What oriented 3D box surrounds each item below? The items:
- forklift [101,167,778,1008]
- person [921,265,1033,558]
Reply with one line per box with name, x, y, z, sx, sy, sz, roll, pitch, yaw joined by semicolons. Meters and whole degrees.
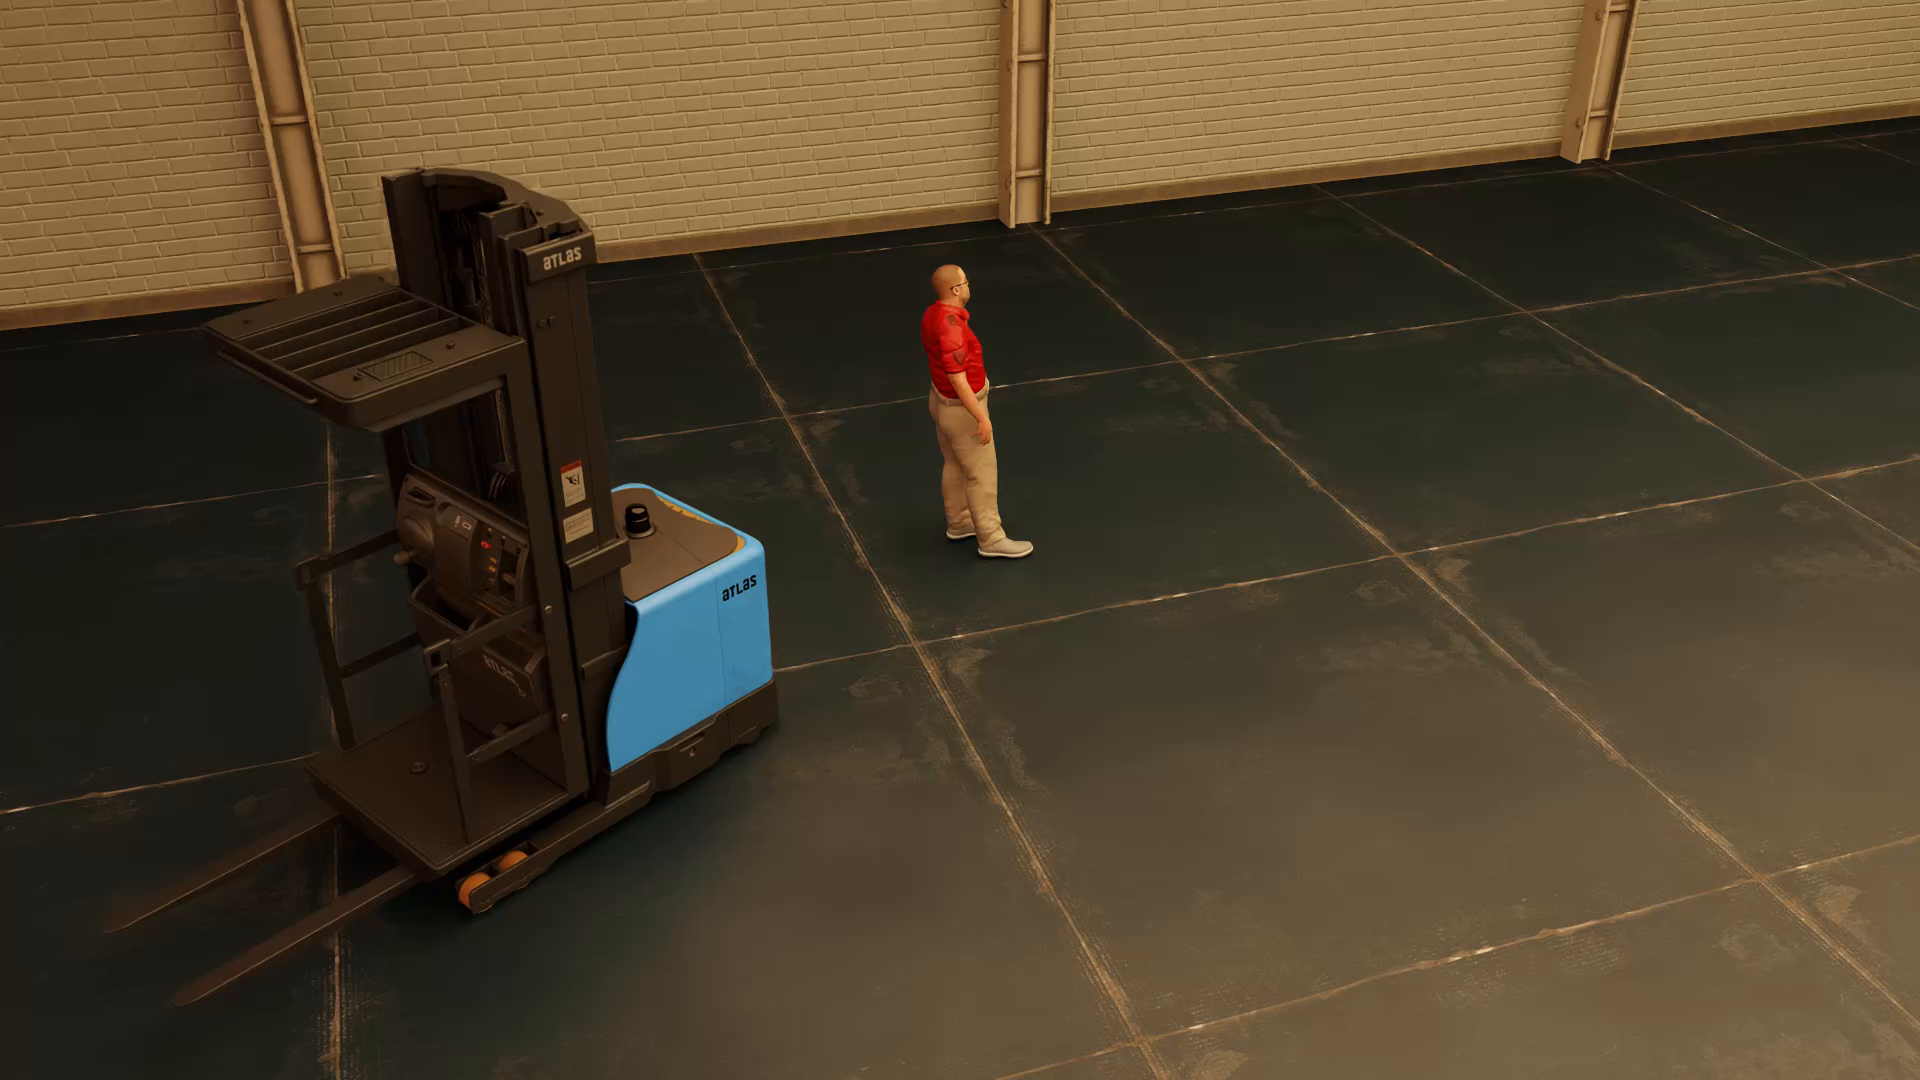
forklift;-2.268;0.058;6.986;1.130;2.935;3.031;24;38;35
person;0.089;-0.764;9.606;0.551;1.727;0.640;-10;31;-16
